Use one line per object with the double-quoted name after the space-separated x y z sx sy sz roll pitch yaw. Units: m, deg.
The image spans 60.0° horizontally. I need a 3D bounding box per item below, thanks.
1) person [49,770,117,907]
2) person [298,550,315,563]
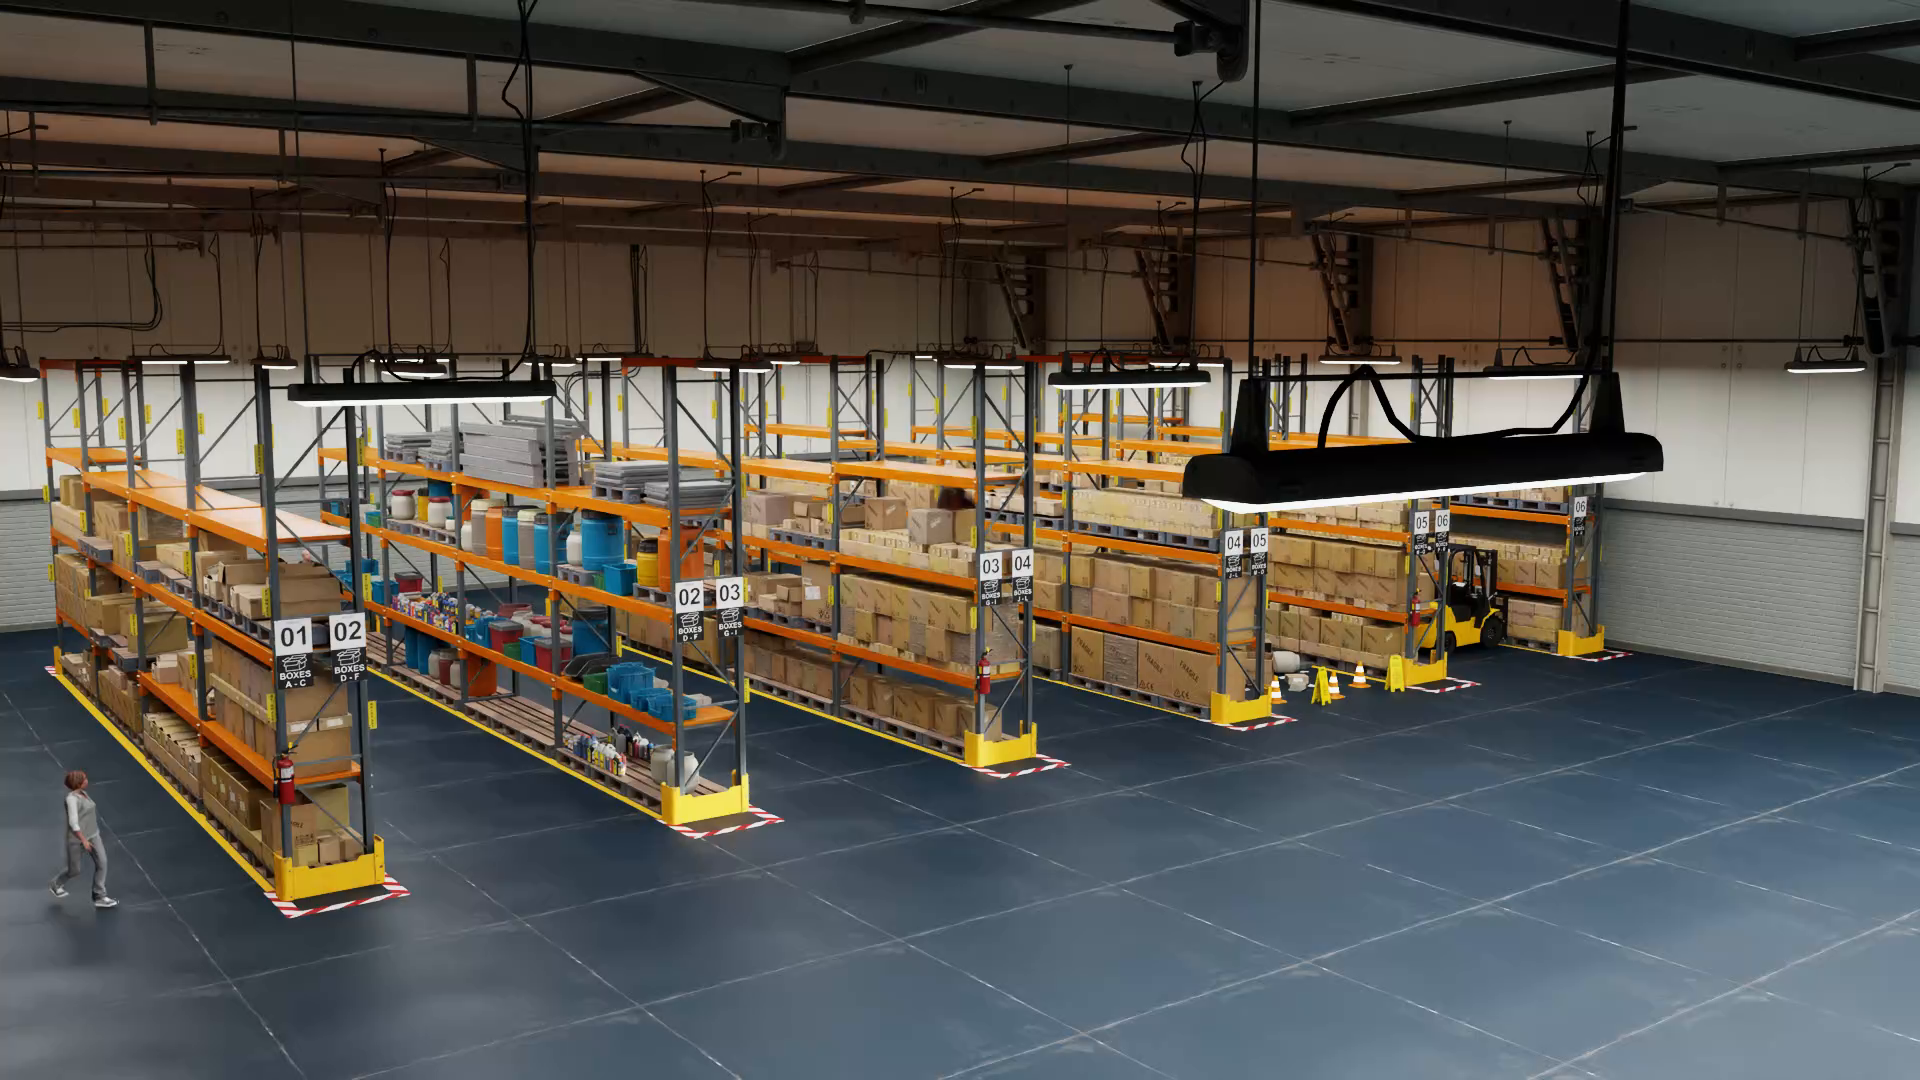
-9.861 3.325 18.592 0.831 1.548 0.400 3 7 22 "person"
-14.512 1.063 37.023 0.579 1.685 1.057 -3 8 -25 "person"
